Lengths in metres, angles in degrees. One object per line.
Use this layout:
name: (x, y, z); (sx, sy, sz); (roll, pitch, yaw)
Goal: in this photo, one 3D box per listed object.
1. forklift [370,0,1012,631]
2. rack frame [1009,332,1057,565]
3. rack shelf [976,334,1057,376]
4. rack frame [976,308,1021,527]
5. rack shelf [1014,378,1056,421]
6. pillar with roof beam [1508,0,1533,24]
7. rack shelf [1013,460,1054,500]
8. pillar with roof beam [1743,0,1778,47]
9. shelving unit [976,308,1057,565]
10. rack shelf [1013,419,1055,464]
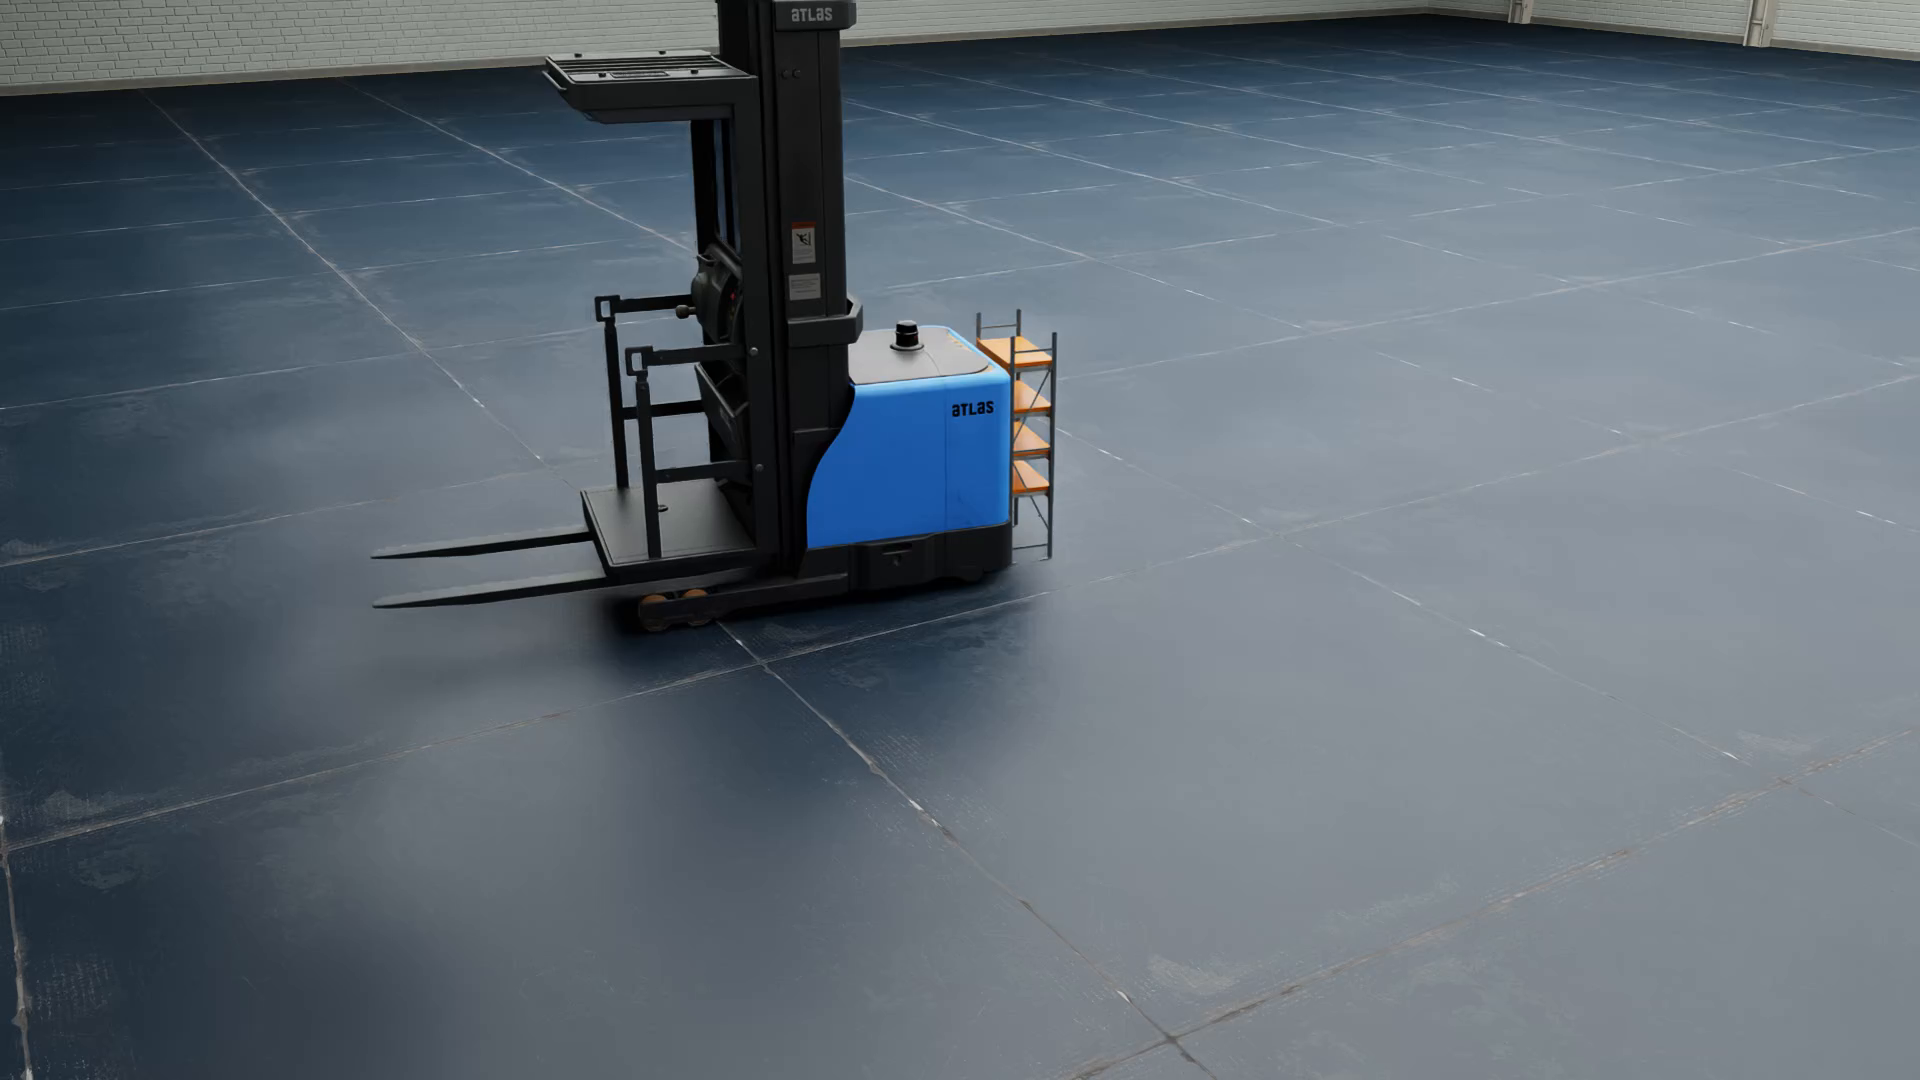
forklift: (-1.318, -1.155, 7.761); (3.031, 2.935, 1.130); (-7, 23, -18)
rack frame: (0.358, -0.445, 8.312); (0.240, 1.200, 0.015); (-7, 23, -18)
rack shelf: (0.279, -0.896, 8.378); (0.258, 0.148, 0.480); (-7, 23, -18)
rack frame: (0.199, -0.619, 8.739); (0.240, 1.200, 0.015); (-7, 23, -18)
rack shelf: (0.279, -0.677, 8.467); (0.258, 0.148, 0.480); (-7, 23, -18)
pillar with roof beam: (8.916, -15.008, 33.784); (9.100, 9.000, 0.400); (-13, 25, -28)
rack shelf: (0.278, -0.285, 8.626); (0.258, 0.148, 0.480); (-7, 23, -18)
pillar with roof beam: (11.981, -13.065, 29.005); (9.100, 9.000, 0.400); (-13, 25, -28)
shelving unit: (0.278, -0.532, 8.526); (0.258, 1.200, 0.503); (-7, 23, -18)
rack shelf: (0.278, -0.469, 8.551); (0.258, 0.148, 0.480); (-7, 23, -18)
